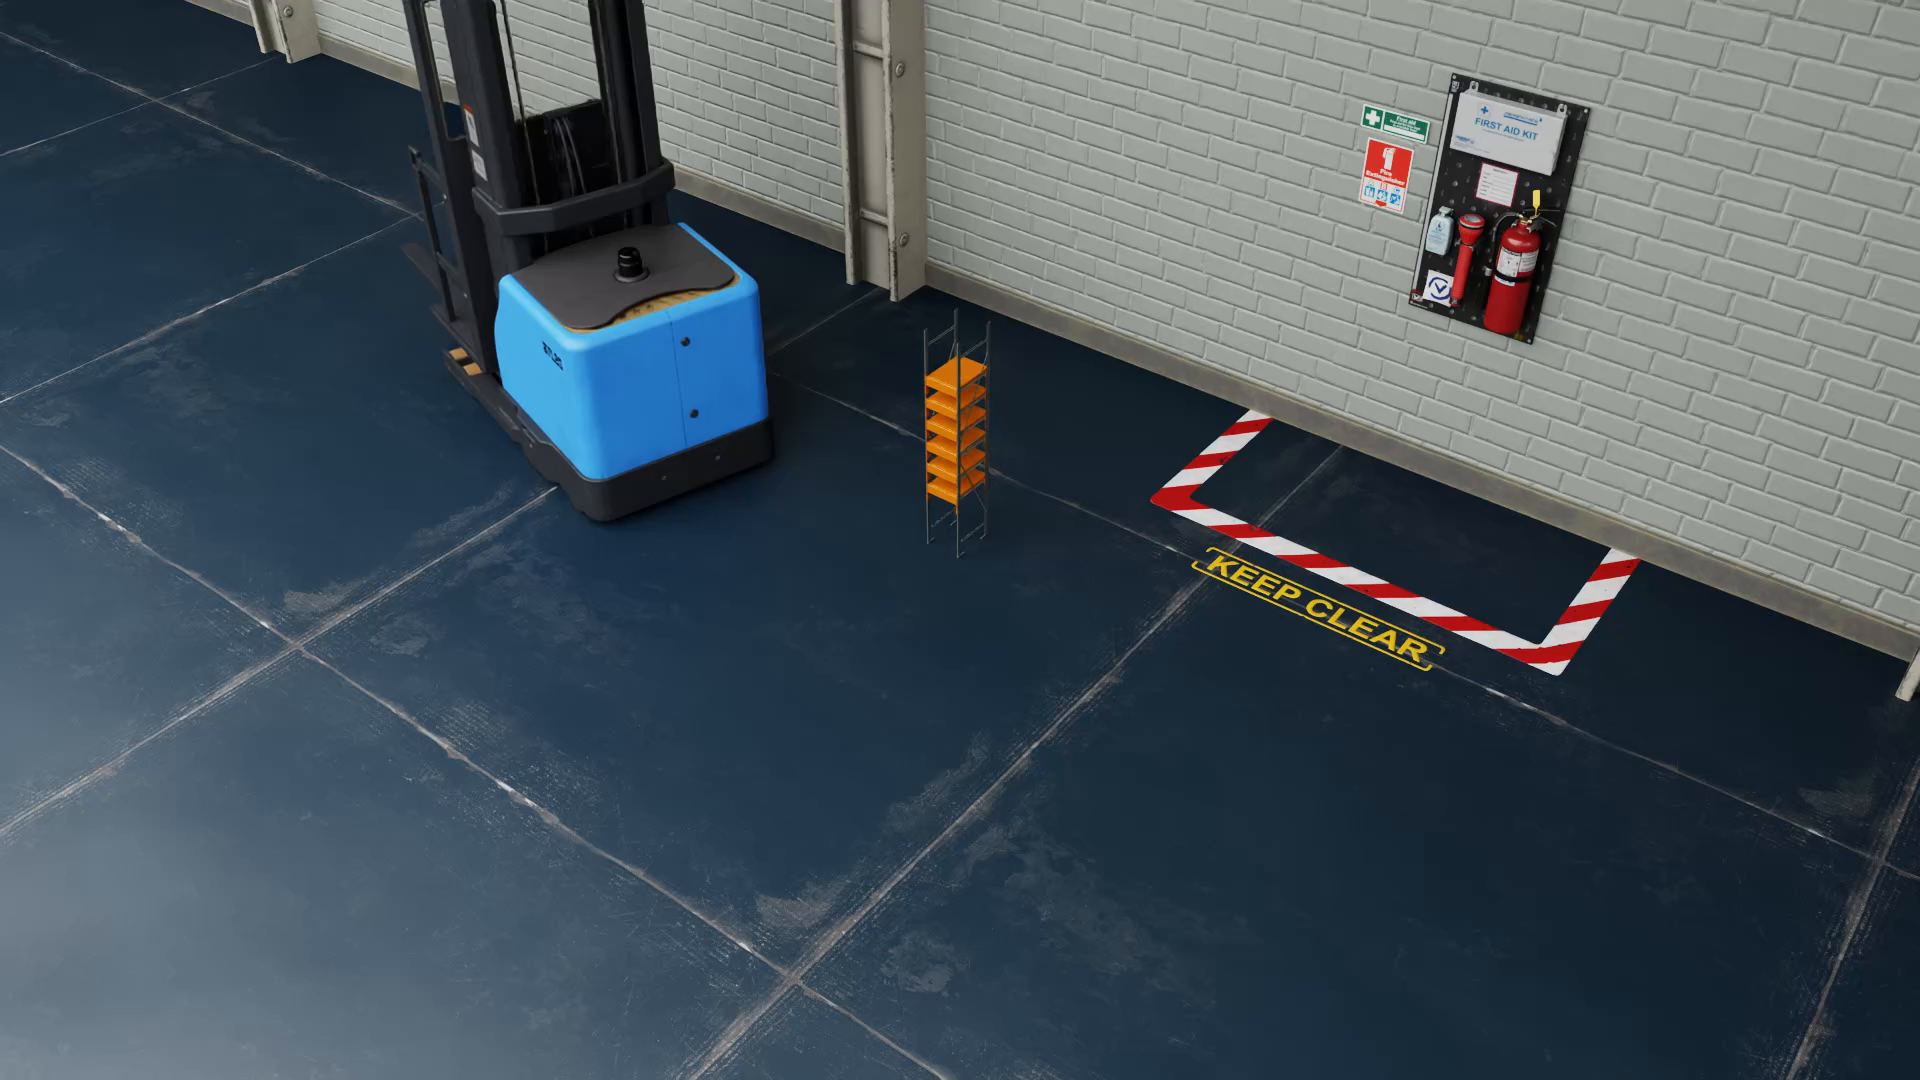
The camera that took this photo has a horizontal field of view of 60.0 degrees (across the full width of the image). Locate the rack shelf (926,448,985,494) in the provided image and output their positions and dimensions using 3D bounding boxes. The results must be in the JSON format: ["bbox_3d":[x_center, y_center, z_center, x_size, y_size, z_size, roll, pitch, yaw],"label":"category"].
[{"bbox_3d":[-0.011,-0.348,7.849,0.180,0.103,0.258,25,45,29],"label":"rack shelf"}]

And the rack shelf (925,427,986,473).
[{"bbox_3d":[-0.012,-0.443,7.775,0.180,0.103,0.258,25,45,29],"label":"rack shelf"}]

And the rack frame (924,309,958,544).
[{"bbox_3d":[-0.084,-0.512,7.792,0.006,1.200,0.240,25,45,29],"label":"rack frame"}]

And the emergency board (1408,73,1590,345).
[{"bbox_3d":[2.384,-1.446,7.524,0.643,1.169,0.194,25,45,29],"label":"emergency board"}]

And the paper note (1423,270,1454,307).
[{"bbox_3d":[2.285,-1.199,7.924,0.142,0.148,0.016,25,45,29],"label":"paper note"}]

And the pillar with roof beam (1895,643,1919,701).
[{"bbox_3d":[1.708,-0.756,1.777,0.400,9.000,9.100,25,45,29],"label":"pillar with roof beam"}]

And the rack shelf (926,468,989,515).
[{"bbox_3d":[-0.011,-0.254,7.923,0.180,0.103,0.258,25,45,29],"label":"rack shelf"}]

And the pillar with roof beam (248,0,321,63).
[{"bbox_3d":[-7.823,-5.250,7.517,0.400,9.000,9.100,25,45,29],"label":"pillar with roof beam"}]

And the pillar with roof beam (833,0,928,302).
[{"bbox_3d":[-3.058,-3.003,4.647,0.400,9.000,9.100,25,45,29],"label":"pillar with roof beam"}]

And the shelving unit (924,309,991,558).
[{"bbox_3d":[-0.012,-0.478,7.748,0.189,1.200,0.258,25,45,29],"label":"shelving unit"}]

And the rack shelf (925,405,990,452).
[{"bbox_3d":[-0.012,-0.537,7.701,0.180,0.103,0.258,25,45,29],"label":"rack shelf"}]

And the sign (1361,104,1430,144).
[{"bbox_3d":[2.006,-1.920,7.671,0.331,0.109,0.001,25,45,29],"label":"sign"}]

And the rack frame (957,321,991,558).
[{"bbox_3d":[0.061,-0.444,7.704,0.006,1.200,0.240,25,45,29],"label":"rack frame"}]

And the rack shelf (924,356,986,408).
[{"bbox_3d":[-0.012,-0.726,7.553,0.180,0.103,0.258,25,45,29],"label":"rack shelf"}]

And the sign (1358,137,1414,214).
[{"bbox_3d":[2.007,-1.718,7.842,0.234,0.329,0.001,25,45,29],"label":"sign"}]

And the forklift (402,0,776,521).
[{"bbox_3d":[-2.214,-2.112,8.431,1.130,2.935,3.031,-24,44,-27],"label":"forklift"}]

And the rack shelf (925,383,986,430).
[{"bbox_3d":[-0.012,-0.632,7.627,0.180,0.103,0.258,25,45,29],"label":"rack shelf"}]
